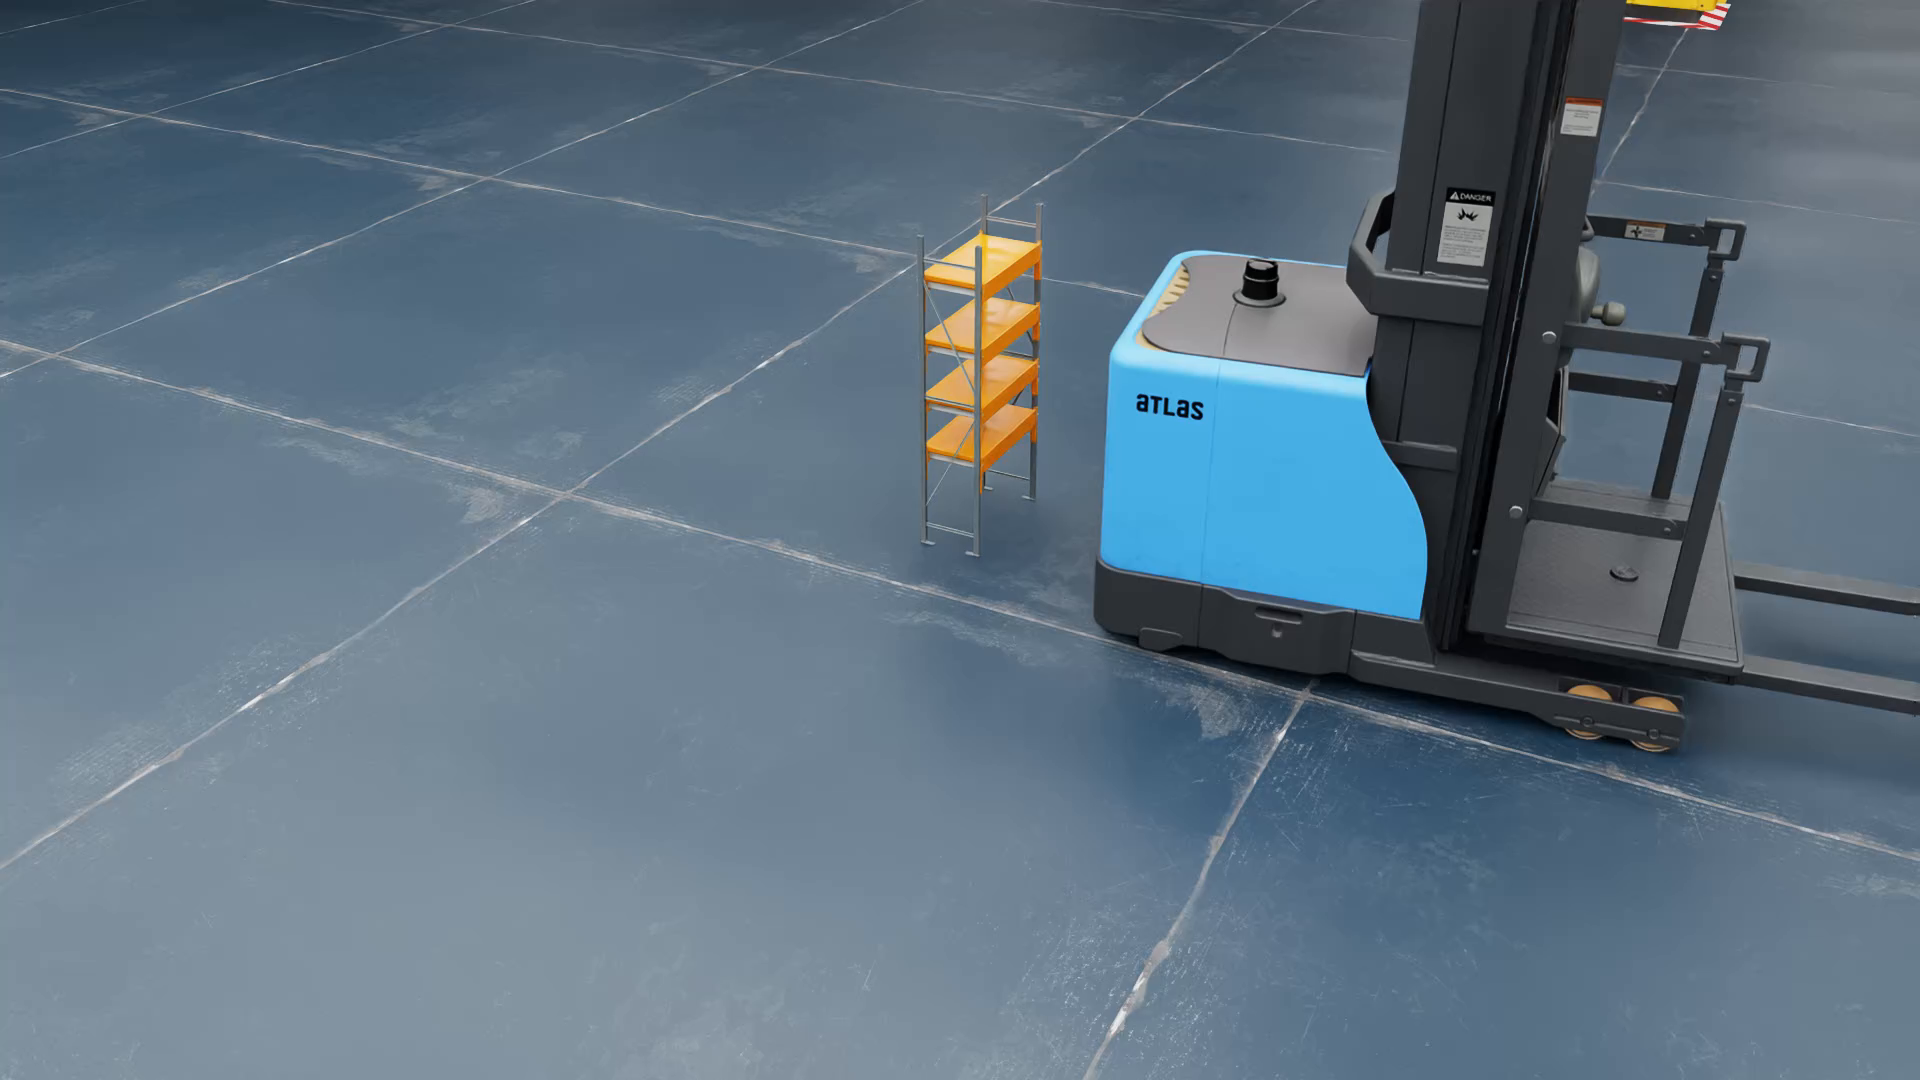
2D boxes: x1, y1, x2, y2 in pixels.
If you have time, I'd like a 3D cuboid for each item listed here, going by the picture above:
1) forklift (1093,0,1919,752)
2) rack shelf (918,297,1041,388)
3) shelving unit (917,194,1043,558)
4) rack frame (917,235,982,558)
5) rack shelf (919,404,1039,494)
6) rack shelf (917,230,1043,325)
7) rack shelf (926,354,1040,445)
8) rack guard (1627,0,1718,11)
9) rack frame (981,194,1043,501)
[{"bbox_3d":[2.027,-0.918,4.906,3.031,2.935,1.130,10,31,16],"label":"forklift"},{"bbox_3d":[0.075,-0.729,6.001,0.258,0.148,0.480,14,33,23],"label":"rack shelf"},{"bbox_3d":[0.075,-0.594,6.079,0.258,1.200,0.503,14,33,23],"label":"shelving unit"},{"bbox_3d":[-0.036,-0.486,5.891,0.240,1.200,0.015,14,33,23],"label":"rack frame"},{"bbox_3d":[0.075,-0.363,6.211,0.258,0.148,0.480,14,33,23],"label":"rack shelf"},{"bbox_3d":[0.075,-0.934,5.883,0.258,0.148,0.480,14,33,23],"label":"rack shelf"},{"bbox_3d":[0.075,-0.535,6.112,0.258,0.148,0.480,14,33,23],"label":"rack shelf"},{"bbox_3d":[5.890,-4.866,14.222,1.175,0.500,0.348,14,33,23],"label":"rack guard"},{"bbox_3d":[0.187,-0.702,6.267,0.240,1.200,0.015,14,33,23],"label":"rack frame"}]
